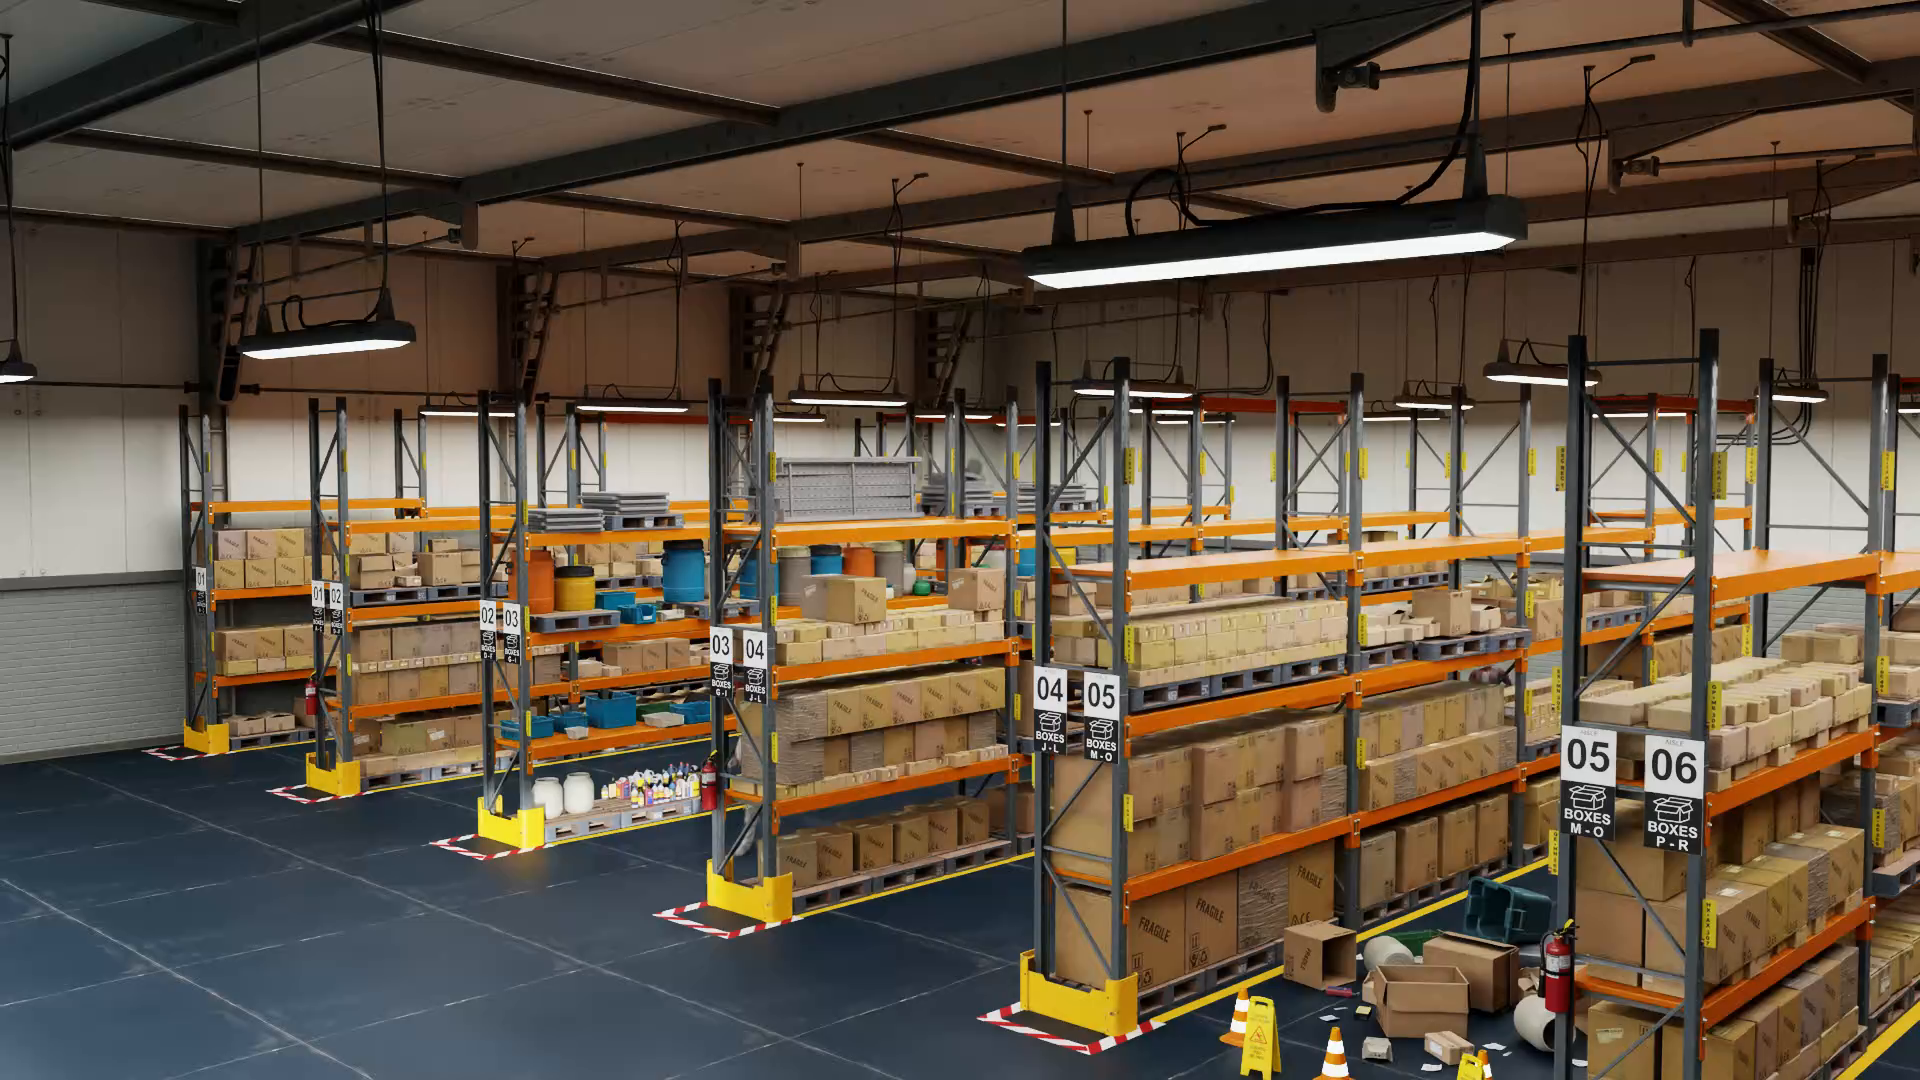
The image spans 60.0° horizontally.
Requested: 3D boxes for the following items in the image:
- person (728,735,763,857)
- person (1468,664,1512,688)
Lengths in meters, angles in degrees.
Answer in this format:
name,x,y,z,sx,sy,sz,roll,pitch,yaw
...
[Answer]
name,x,y,z,sx,sy,sz,roll,pitch,yaw
person,-2.632,3.131,21.602,0.693,1.790,0.995,2,4,37
person,8.834,2.826,27.925,0.674,1.838,0.755,2,4,35
